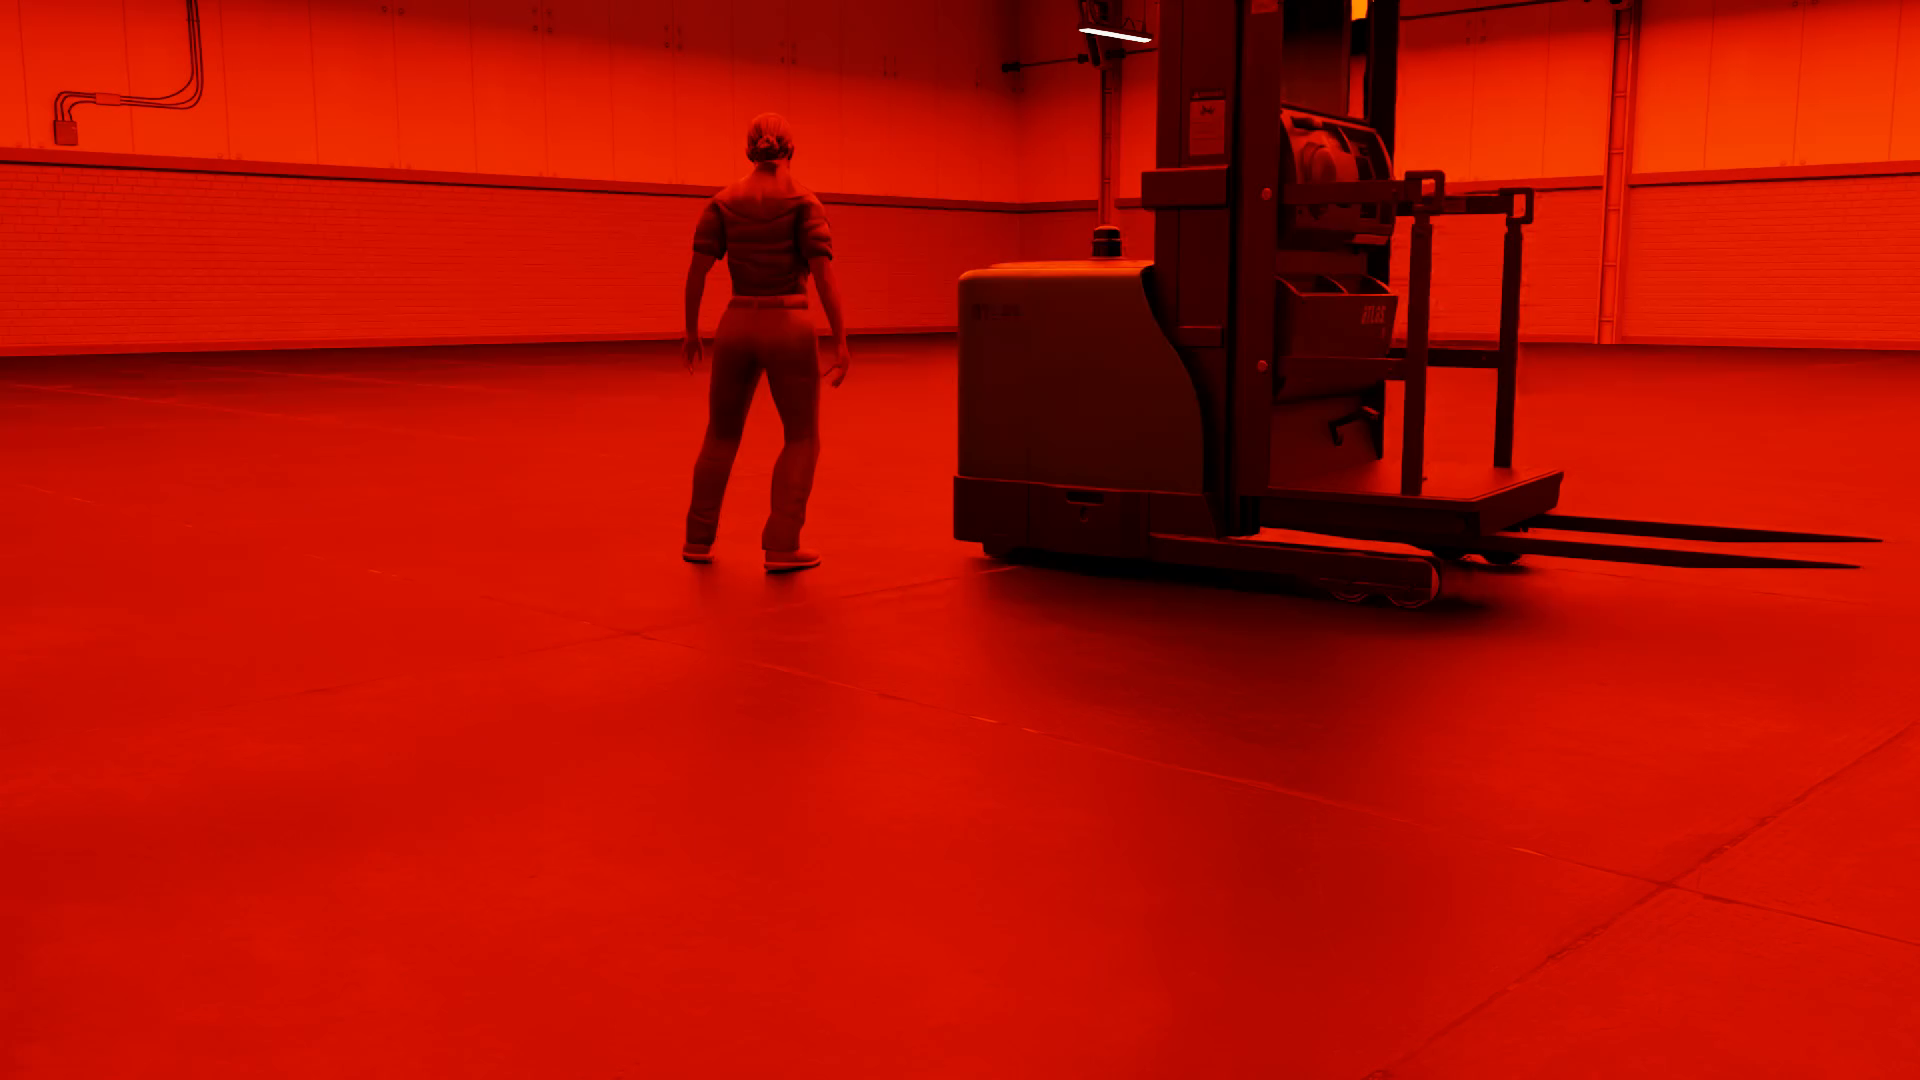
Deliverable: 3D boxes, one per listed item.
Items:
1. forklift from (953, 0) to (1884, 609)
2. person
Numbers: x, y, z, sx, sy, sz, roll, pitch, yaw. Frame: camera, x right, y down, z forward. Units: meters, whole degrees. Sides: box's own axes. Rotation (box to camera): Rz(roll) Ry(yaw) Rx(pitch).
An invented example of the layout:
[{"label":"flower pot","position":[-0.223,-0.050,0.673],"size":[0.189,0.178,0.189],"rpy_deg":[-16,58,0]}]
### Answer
[{"label":"forklift","position":[1.482,-1.320,5.641],"size":[3.031,2.935,1.130],"rpy_deg":[6,10,34]},{"label":"person","position":[-0.725,-0.714,6.008],"size":[0.753,1.632,0.355],"rpy_deg":[3,9,19]}]
